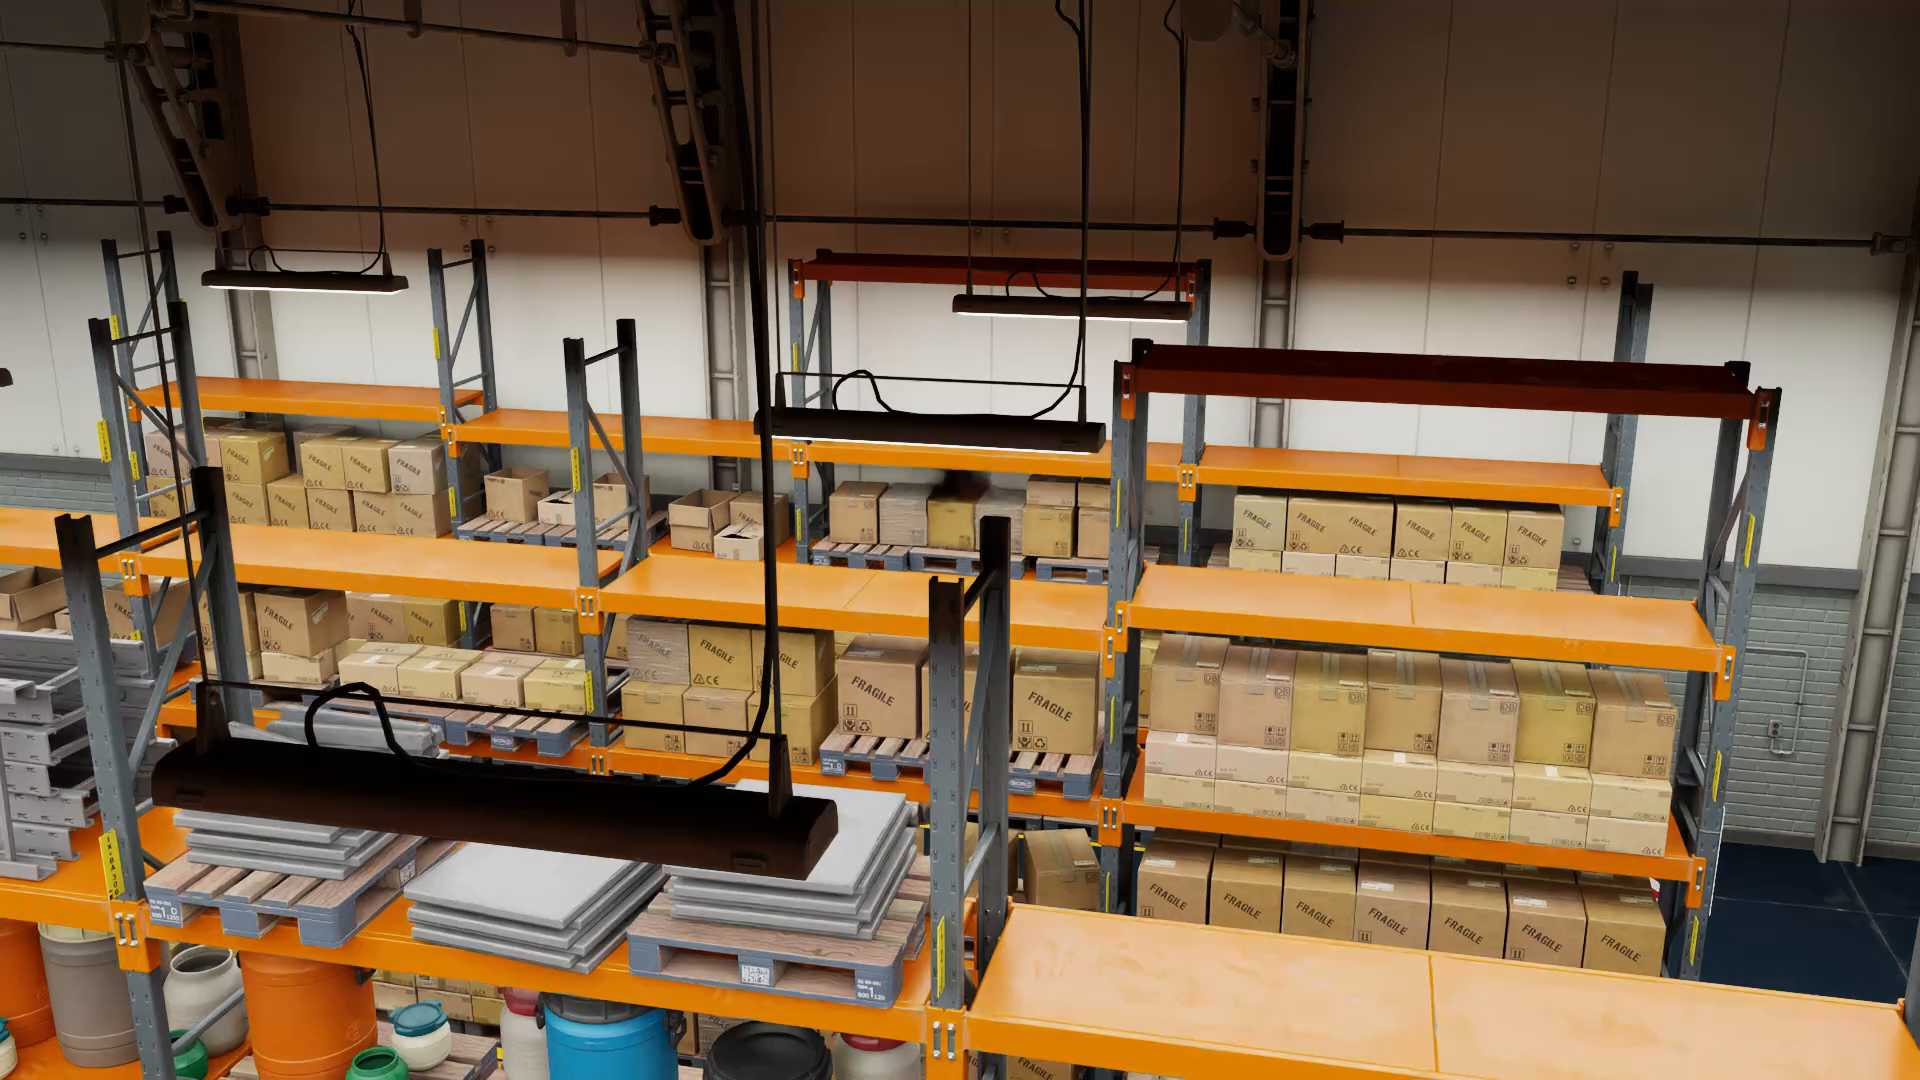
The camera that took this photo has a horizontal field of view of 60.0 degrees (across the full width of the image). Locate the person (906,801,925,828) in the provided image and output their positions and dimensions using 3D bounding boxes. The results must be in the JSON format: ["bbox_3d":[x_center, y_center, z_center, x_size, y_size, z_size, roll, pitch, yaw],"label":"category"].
[{"bbox_3d":[-0.612,2.597,15.743,0.590,1.764,0.480,-8,18,-26],"label":"person"}]
